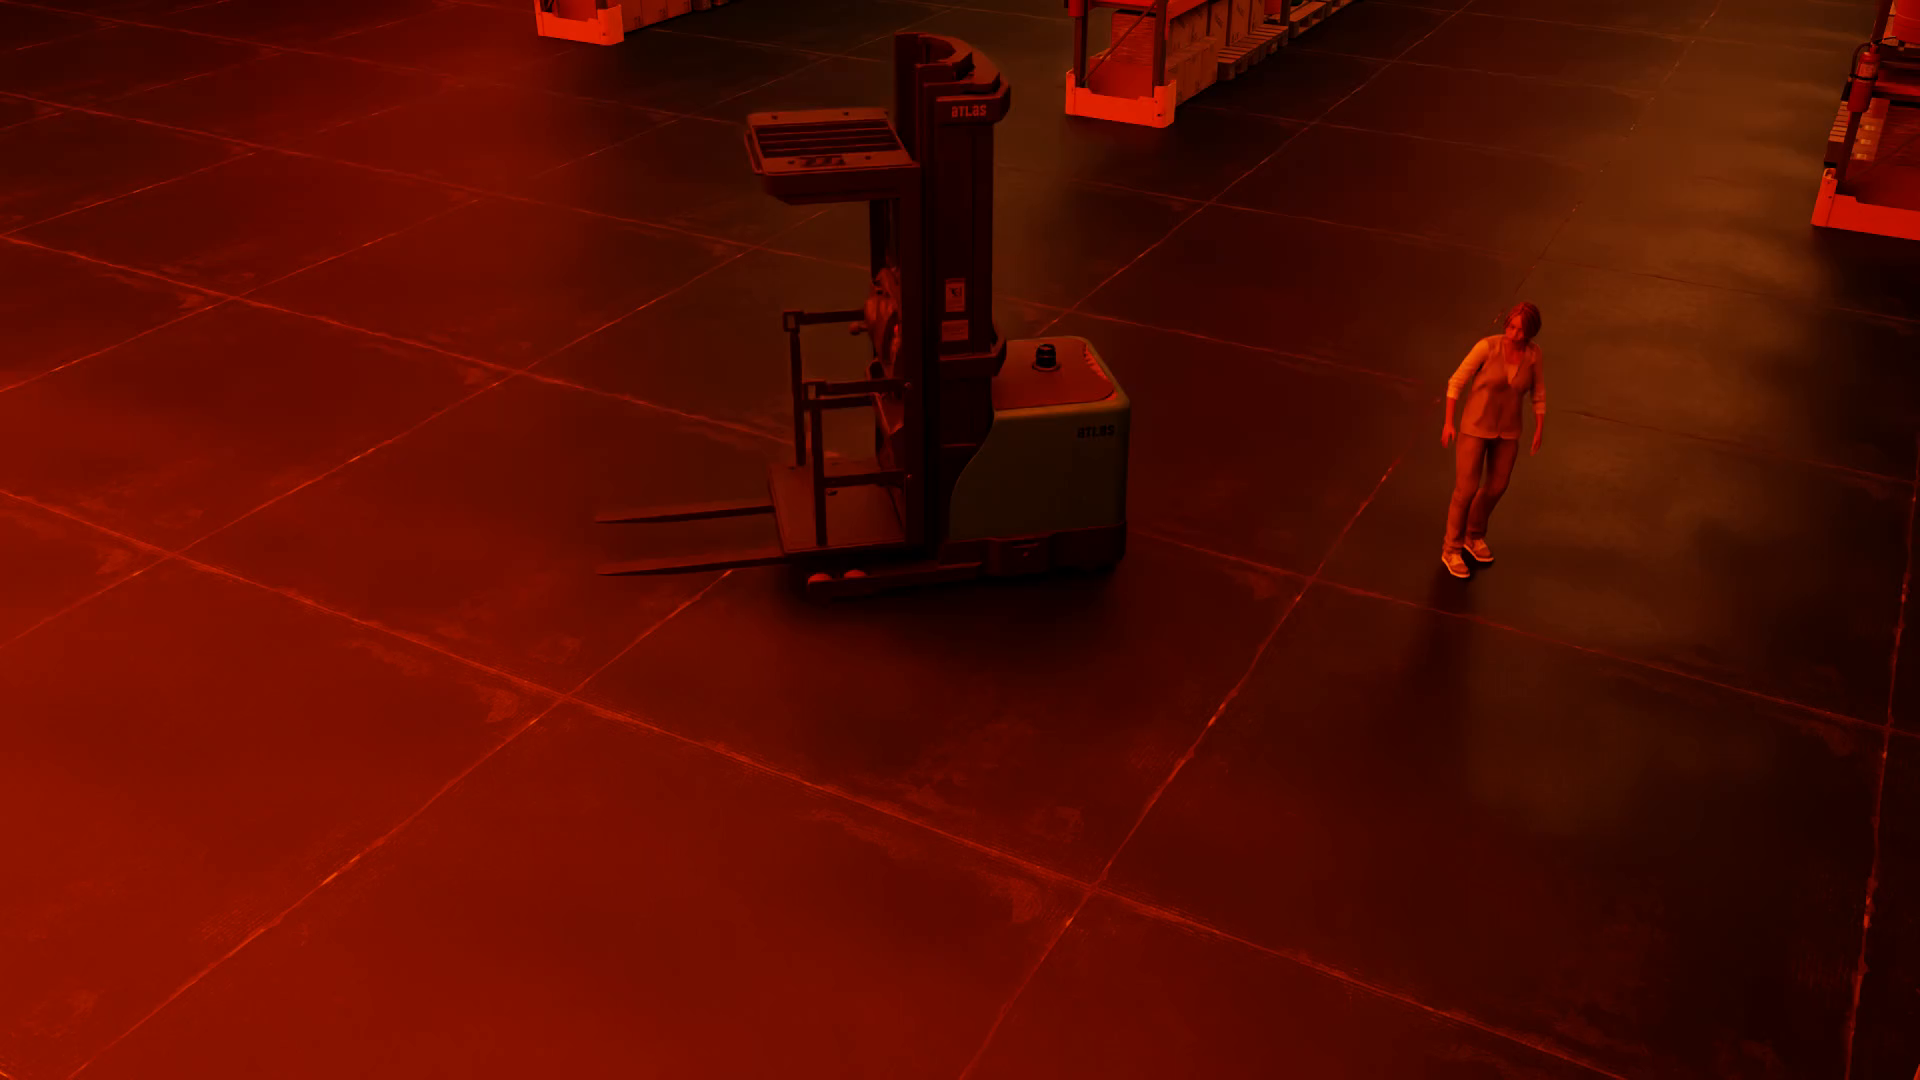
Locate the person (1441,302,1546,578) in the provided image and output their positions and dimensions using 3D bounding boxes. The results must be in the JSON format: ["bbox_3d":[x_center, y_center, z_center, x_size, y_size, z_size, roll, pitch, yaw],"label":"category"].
[{"bbox_3d":[3.026,-0.569,9.398,0.590,1.596,0.449,-3,30,-5],"label":"person"}]

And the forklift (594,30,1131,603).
[{"bbox_3d":[-0.606,-1.200,9.149,3.031,2.935,1.130,-6,30,-10],"label":"forklift"}]
